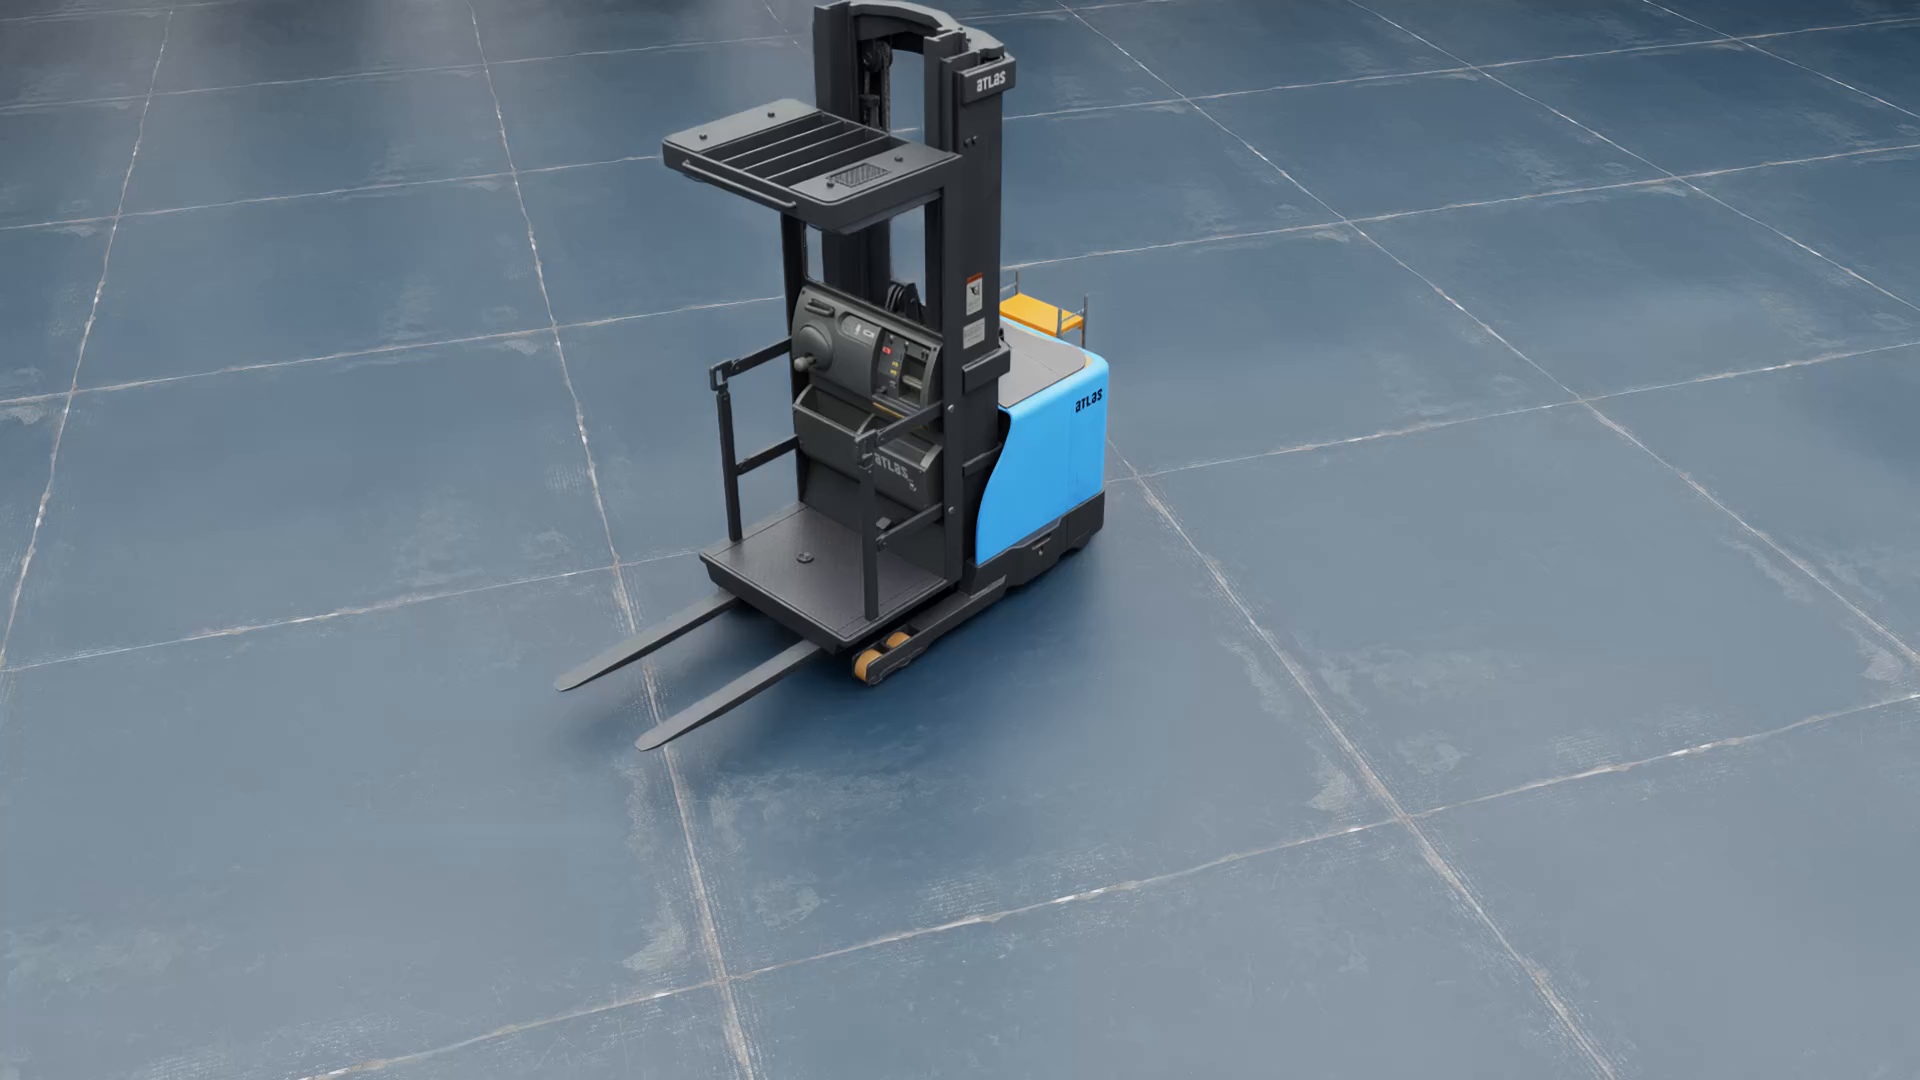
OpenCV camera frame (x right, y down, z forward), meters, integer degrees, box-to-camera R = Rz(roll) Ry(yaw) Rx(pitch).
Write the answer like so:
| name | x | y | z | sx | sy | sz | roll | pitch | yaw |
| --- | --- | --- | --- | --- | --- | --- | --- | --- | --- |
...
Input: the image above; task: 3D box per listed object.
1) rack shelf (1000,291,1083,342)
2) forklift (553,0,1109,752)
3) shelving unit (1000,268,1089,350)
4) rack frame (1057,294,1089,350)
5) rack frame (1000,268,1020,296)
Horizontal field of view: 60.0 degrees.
| name | x | y | z | sx | sy | sz | roll | pitch | yaw |
| --- | --- | --- | --- | --- | --- | --- | --- | --- | --- |
| rack shelf | 0.421 | -1.181 | 9.055 | 0.480 | 0.148 | 0.258 | 27 | 42 | 35 |
| forklift | -0.594 | -0.846 | 7.691 | 1.130 | 2.935 | 3.031 | 27 | 42 | 35 |
| shelving unit | 0.421 | -0.853 | 9.272 | 0.503 | 1.200 | 0.258 | 27 | 42 | 35 |
| rack frame | 0.600 | -0.762 | 9.134 | 0.015 | 1.200 | 0.240 | 27 | 42 | 35 |
| rack frame | 0.241 | -0.944 | 9.410 | 0.015 | 1.200 | 0.240 | 27 | 42 | 35 |
